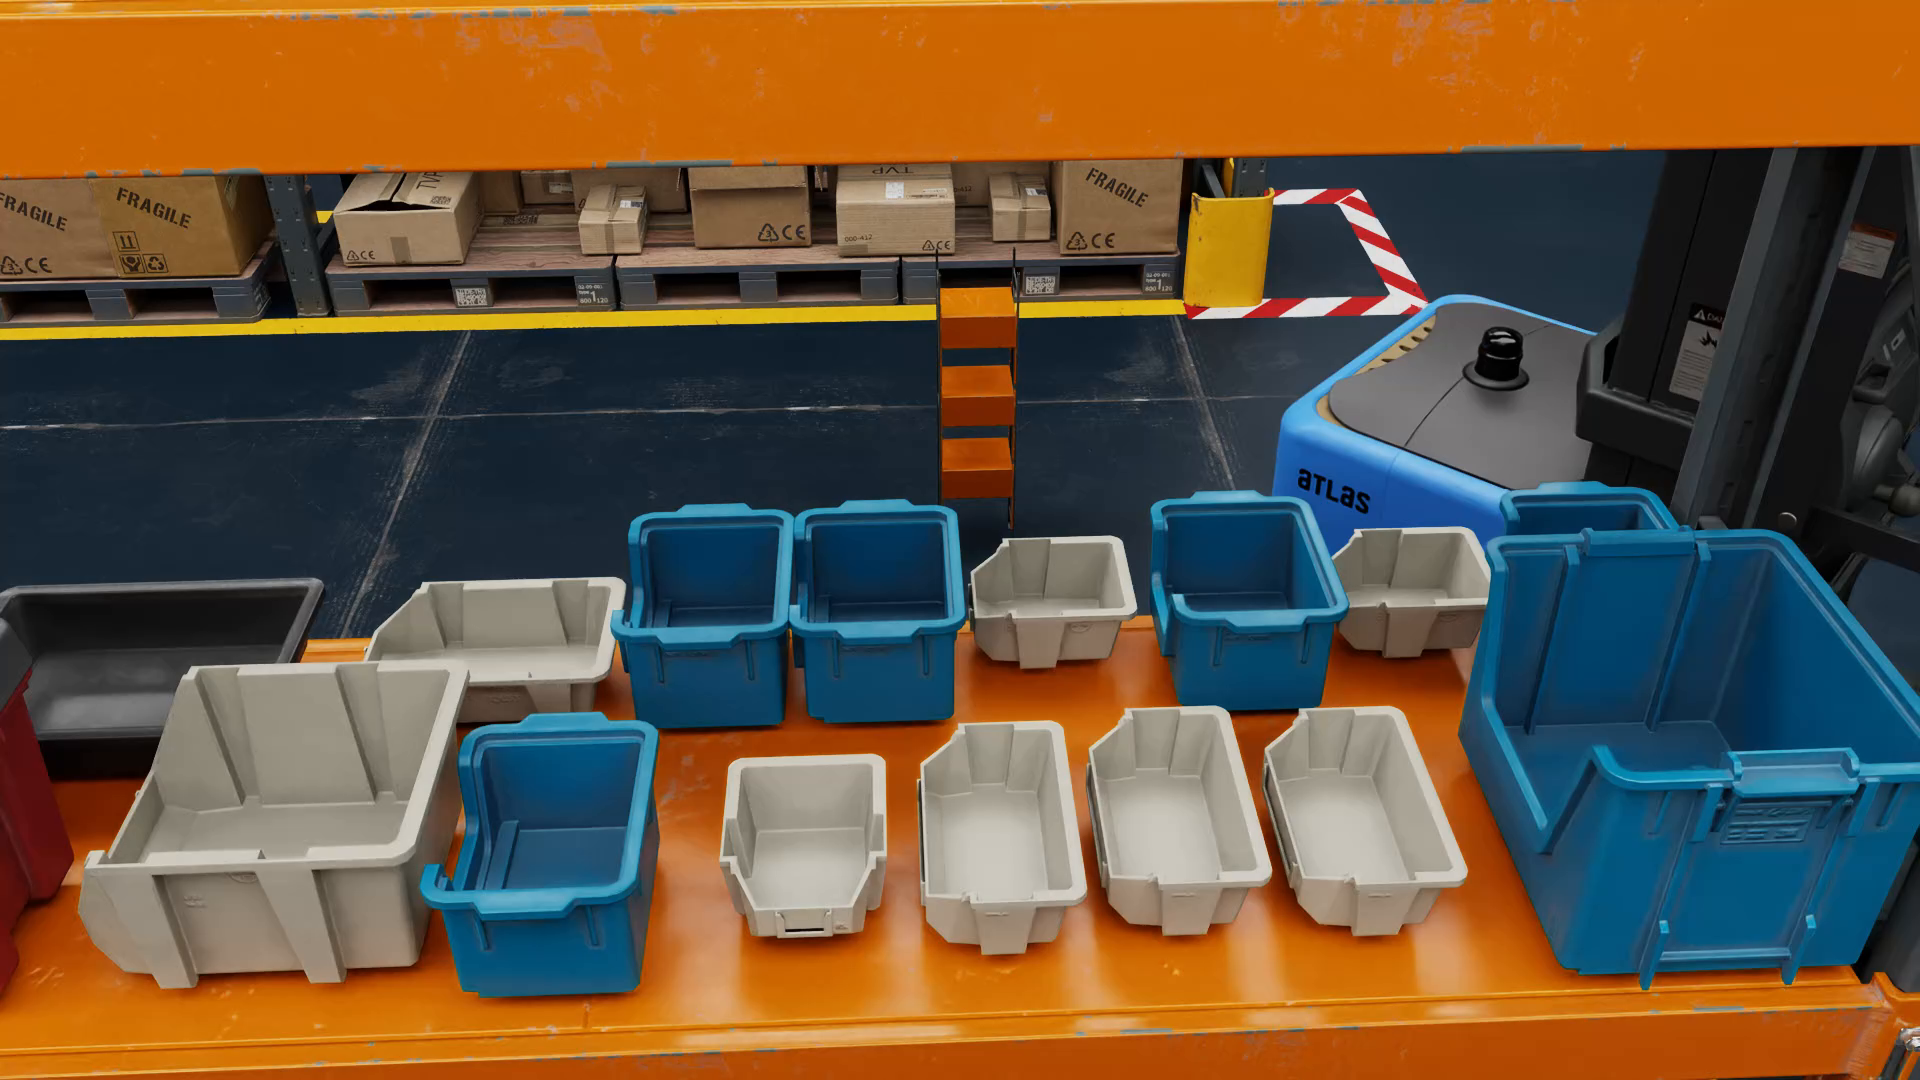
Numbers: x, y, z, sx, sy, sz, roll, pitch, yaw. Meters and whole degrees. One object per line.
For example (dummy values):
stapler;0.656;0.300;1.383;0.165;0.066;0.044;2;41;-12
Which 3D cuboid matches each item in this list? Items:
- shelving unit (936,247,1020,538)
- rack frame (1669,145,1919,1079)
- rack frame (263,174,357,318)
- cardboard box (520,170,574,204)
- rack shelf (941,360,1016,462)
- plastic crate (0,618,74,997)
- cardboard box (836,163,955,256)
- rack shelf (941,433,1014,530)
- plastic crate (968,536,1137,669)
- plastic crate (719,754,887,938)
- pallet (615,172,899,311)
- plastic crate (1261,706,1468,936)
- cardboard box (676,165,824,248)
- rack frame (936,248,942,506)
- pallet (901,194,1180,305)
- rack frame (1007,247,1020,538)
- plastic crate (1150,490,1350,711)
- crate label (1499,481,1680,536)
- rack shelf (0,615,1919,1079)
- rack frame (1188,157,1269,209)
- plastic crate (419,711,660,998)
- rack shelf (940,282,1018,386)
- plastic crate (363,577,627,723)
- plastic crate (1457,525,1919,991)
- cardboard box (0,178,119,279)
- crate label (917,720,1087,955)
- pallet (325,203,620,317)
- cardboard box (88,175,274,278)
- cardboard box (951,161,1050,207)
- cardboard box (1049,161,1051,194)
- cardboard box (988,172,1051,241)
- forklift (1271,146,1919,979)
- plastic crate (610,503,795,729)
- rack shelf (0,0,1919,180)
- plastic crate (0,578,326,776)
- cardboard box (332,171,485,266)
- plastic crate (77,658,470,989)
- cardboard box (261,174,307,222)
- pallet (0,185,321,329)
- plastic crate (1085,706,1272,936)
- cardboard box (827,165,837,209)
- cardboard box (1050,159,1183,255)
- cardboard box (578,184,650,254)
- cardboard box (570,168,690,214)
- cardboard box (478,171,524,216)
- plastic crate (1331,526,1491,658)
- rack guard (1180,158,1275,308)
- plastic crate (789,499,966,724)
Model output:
shelving unit;0.053;-0.433;5.453;0.252;1.050;0.215;-2;35;-2
rack frame;1.430;0.239;2.768;0.127;3.000;1.000;-2;35;-2
rack frame;-2.796;-2.469;6.681;0.127;3.000;1.000;-2;35;-2
cardboard box;-1.869;-1.698;7.686;0.250;0.149;0.380;-2;35;-2
rack shelf;0.053;-0.424;5.459;0.240;0.259;0.215;-2;35;-2
plastic crate;-1.662;0.415;2.406;0.583;0.464;0.402;-2;35;-2
cardboard box;-0.283;-1.463;7.258;0.500;0.250;0.500;-2;35;-2
rack shelf;0.053;-0.196;5.618;0.240;0.259;0.215;-2;35;-2
plastic crate;0.166;0.123;3.116;0.298;0.136;0.250;-2;35;-2
plastic crate;-0.238;0.488;2.589;0.250;0.136;0.298;-2;35;-2
pallet;-0.889;-1.374;7.551;1.213;0.211;1.003;-2;35;-2
plastic crate;0.624;0.448;2.646;0.243;0.136;0.396;-2;35;-2
cardboard box;-0.920;-1.677;7.344;0.637;0.503;0.797;-2;35;-2
rack frame;-0.068;-0.430;5.449;0.008;1.050;0.200;-2;35;-2
pallet;0.327;-1.406;7.596;1.213;0.211;1.003;-2;35;-2
rack frame;0.175;-0.436;5.458;0.008;1.050;0.200;-2;35;-2
plastic crate;0.510;0.121;3.034;0.300;0.233;0.416;-2;35;-2
crate label;1.168;0.103;3.060;0.303;0.233;0.416;-2;35;-2
rack shelf;-0.568;0.589;2.895;4.000;0.370;1.077;-2;35;-2
rack frame;1.199;-2.576;6.837;0.127;3.000;1.000;-2;35;-2
plastic crate;-0.609;0.485;2.508;0.300;0.233;0.416;-2;35;-2
rack shelf;0.053;-0.658;5.298;0.240;0.259;0.215;-2;35;-2
plastic crate;-0.840;0.213;2.985;0.466;0.136;0.293;-2;35;-2
plastic crate;1.104;0.315;2.575;0.499;0.435;0.616;-2;35;-2
cardboard box;-3.770;-1.437;7.000;0.500;0.500;0.500;-1;35;-2
crate label;0.057;0.469;2.615;0.243;0.136;0.396;-2;35;-2
pallet;-2.110;-1.340;7.501;1.213;0.211;1.003;-2;35;-2
cardboard box;-3.276;-1.445;7.013;0.500;0.500;0.500;-2;35;-2
cardboard box;0.143;-1.760;7.687;0.500;0.250;0.500;-2;35;-2
cardboard box;0.515;-1.770;7.774;0.250;0.166;0.380;-2;35;-2
cardboard box;0.259;-1.478;7.353;0.250;0.166;0.380;-2;35;-2
forklift;2.279;-0.323;3.641;3.031;2.935;1.130;26;42;32
plastic crate;-0.447;0.147;2.997;0.300;0.233;0.416;-2;35;-2
rack shelf;-0.568;-0.644;2.041;4.000;0.370;1.077;-2;35;-2
plastic crate;-1.460;0.253;2.938;0.590;0.125;0.437;-2;35;-2
cardboard box;-2.367;-1.432;7.160;0.500;0.311;0.500;-2;35;-2
plastic crate;-1.031;0.435;2.537;0.530;0.282;0.437;-2;35;-2
cardboard box;-3.291;-1.747;7.449;0.500;0.500;0.500;-3;35;-4
pallet;-3.607;-1.278;7.412;1.213;0.211;1.003;-2;35;-2
plastic crate;0.334;0.448;2.646;0.243;0.136;0.396;-2;35;-2
cardboard box;-0.356;-1.746;7.667;0.500;0.250;0.500;-2;35;-2
cardboard box;0.668;-1.575;7.200;0.500;0.500;0.500;-2;35;-2
cardboard box;-1.503;-1.402;7.243;0.250;0.166;0.380;-2;35;-2
cardboard box;-1.491;-1.741;7.605;0.500;0.311;0.500;-2;35;-2
cardboard box;-2.241;-1.798;7.522;0.500;0.500;0.500;-2;35;-2
plastic crate;0.844;0.104;3.142;0.298;0.136;0.250;-2;35;-2
rack guard;1.123;-1.546;7.545;0.348;0.500;1.175;-2;35;-2
plastic crate;-0.147;0.139;3.008;0.300;0.233;0.416;-2;35;-2
